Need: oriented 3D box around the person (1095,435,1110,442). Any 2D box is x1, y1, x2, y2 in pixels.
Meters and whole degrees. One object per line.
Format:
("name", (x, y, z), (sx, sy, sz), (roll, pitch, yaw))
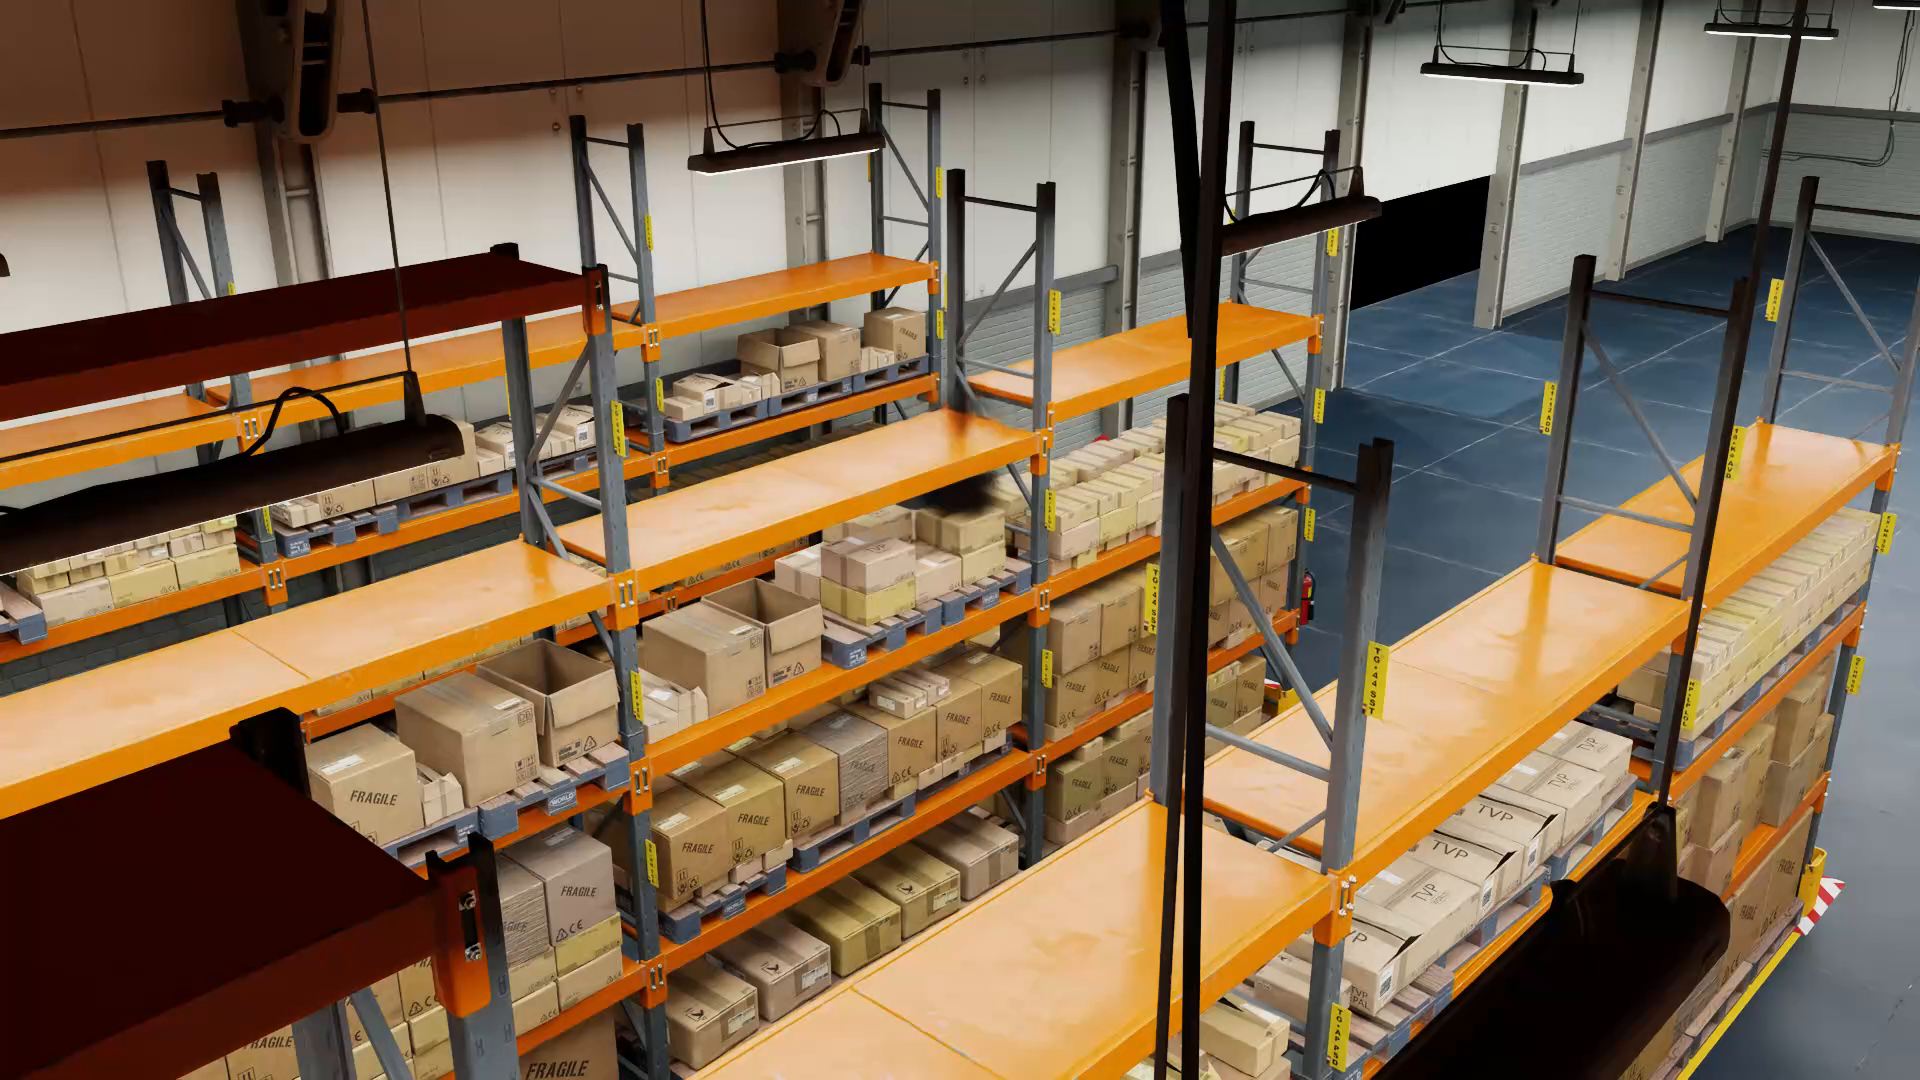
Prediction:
("person", (1.674, -0.416, 20.720), (0.711, 1.725, 0.785), (-15, 26, -33))
